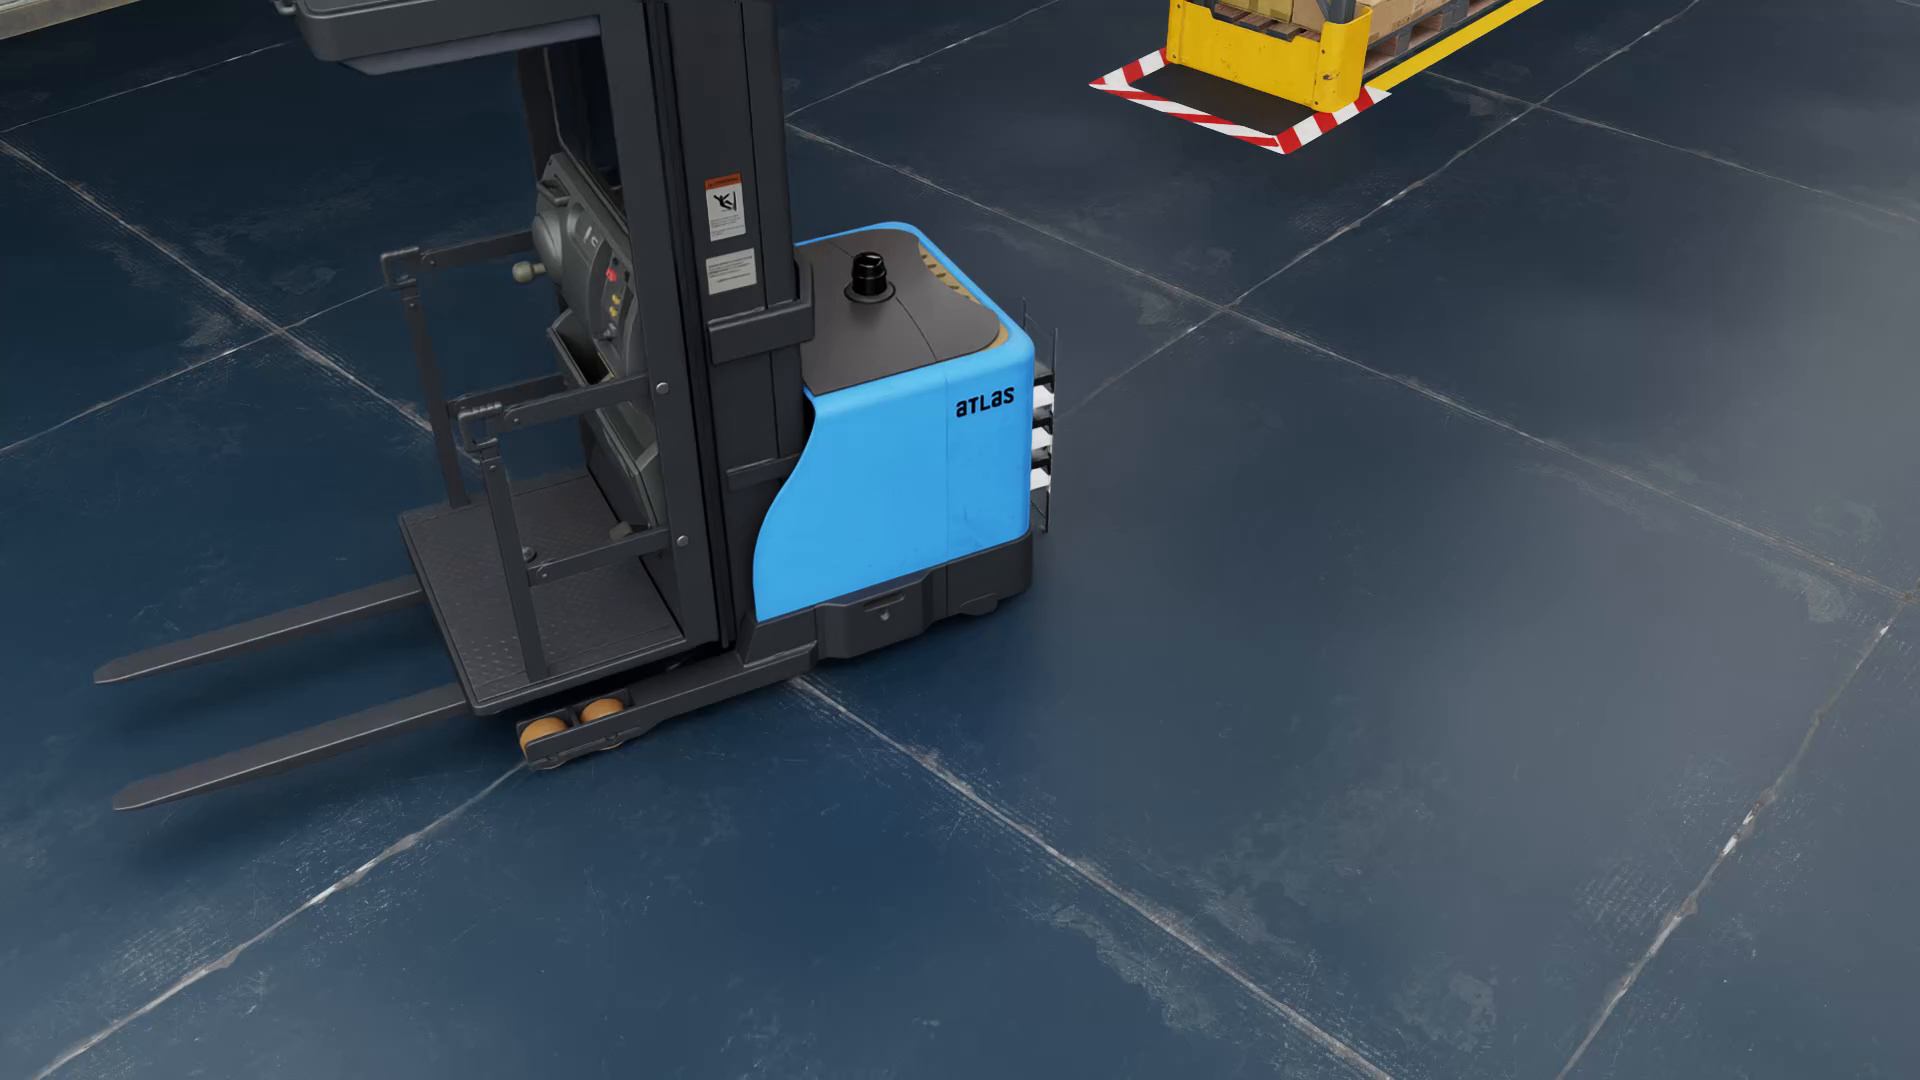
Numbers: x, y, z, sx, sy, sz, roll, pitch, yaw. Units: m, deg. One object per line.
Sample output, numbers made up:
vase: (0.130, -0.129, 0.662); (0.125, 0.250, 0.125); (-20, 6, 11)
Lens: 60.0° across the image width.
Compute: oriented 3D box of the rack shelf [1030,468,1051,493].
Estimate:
rack shelf: (0.188, -0.244, 6.177); (0.200, 0.077, 0.258); (-18, 42, -21)

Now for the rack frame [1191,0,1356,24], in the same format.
rack frame: (1.752, -3.863, 8.698); (1.000, 3.000, 0.127); (30, 47, 32)

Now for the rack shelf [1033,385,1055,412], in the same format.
rack shelf: (0.188, -0.526, 5.953); (0.200, 0.077, 0.258); (-18, 42, -21)

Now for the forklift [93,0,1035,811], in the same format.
forklift: (-1.293, -0.790, 4.889); (3.031, 2.935, 1.130); (-18, 42, -21)

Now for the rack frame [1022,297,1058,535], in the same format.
rack frame: (0.278, -0.440, 6.080); (0.006, 0.900, 0.240); (-18, 42, -21)

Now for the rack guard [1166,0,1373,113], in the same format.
rack guard: (1.736, -2.874, 9.463); (1.175, 0.500, 0.348); (30, 47, 32)

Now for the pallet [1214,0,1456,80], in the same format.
pallet: (2.237, -3.141, 10.030); (1.003, 0.211, 1.213); (30, 47, 32)

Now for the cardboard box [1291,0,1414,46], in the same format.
cardboard box: (2.278, -3.104, 9.616); (0.500, 0.250, 0.500); (30, 47, 32)

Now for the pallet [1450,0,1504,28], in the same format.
pallet: (3.060, -3.699, 10.732); (1.003, 0.211, 1.213); (30, 47, 32)

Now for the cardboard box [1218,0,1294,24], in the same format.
cardboard box: (1.895, -3.322, 9.889); (0.500, 0.250, 0.500); (30, 47, 32)

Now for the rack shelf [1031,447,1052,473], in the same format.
rack shelf: (0.188, -0.315, 6.121); (0.200, 0.077, 0.258); (-18, 42, -21)

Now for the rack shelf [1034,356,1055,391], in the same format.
rack shelf: (0.188, -0.596, 5.897); (0.200, 0.077, 0.258); (-18, 42, -21)

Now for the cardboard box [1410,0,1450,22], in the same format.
cardboard box: (2.612, -3.336, 9.907); (0.500, 0.250, 0.500); (30, 47, 32)

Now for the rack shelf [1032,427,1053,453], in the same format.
rack shelf: (0.188, -0.385, 6.065); (0.200, 0.077, 0.258); (-18, 42, -21)

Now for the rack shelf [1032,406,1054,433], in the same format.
rack shelf: (0.188, -0.456, 6.009); (0.200, 0.077, 0.258); (-18, 42, -21)

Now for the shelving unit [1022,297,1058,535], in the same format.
shelving unit: (0.188, -0.411, 6.044); (0.210, 0.900, 0.258); (-18, 42, -21)
